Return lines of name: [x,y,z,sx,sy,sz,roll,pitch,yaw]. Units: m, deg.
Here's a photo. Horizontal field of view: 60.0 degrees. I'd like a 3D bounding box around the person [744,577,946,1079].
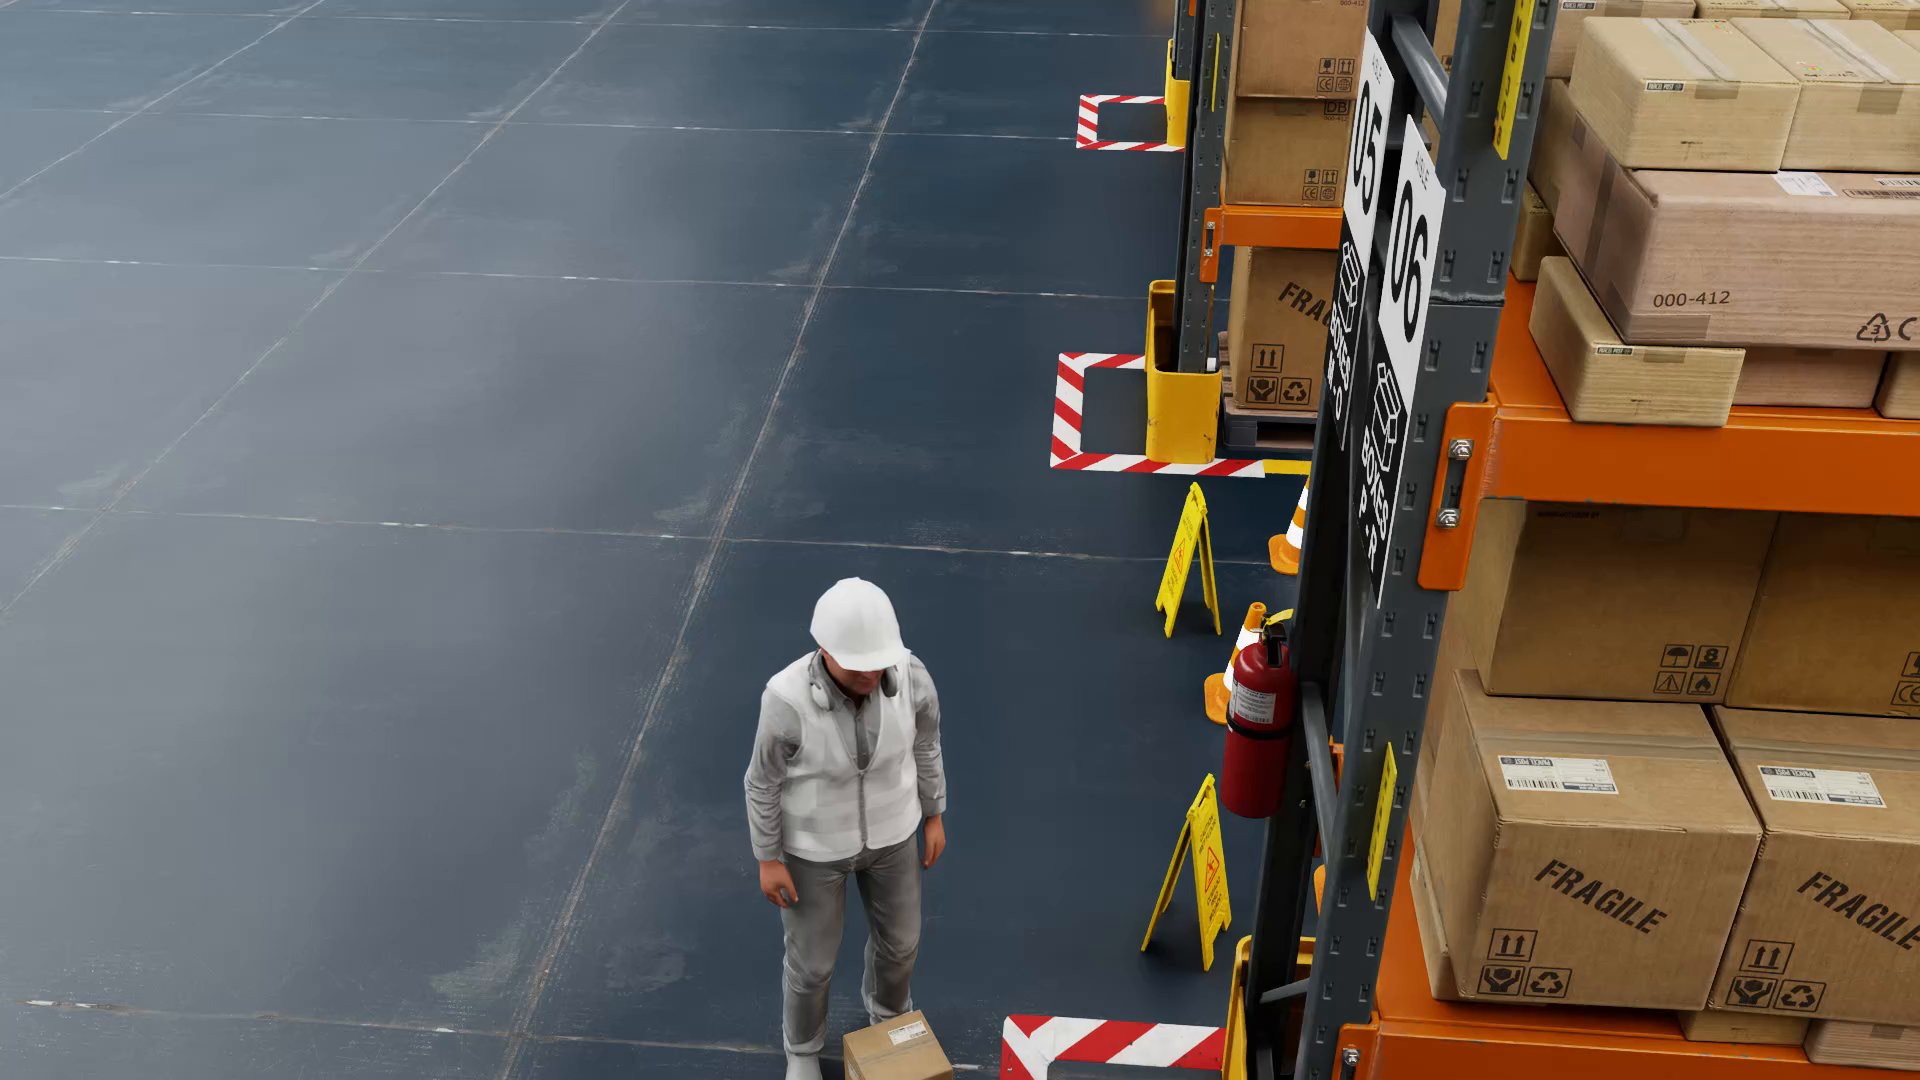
person: [-0.309,0.846,4.746,0.581,1.768,0.464,-13,34,-19]
